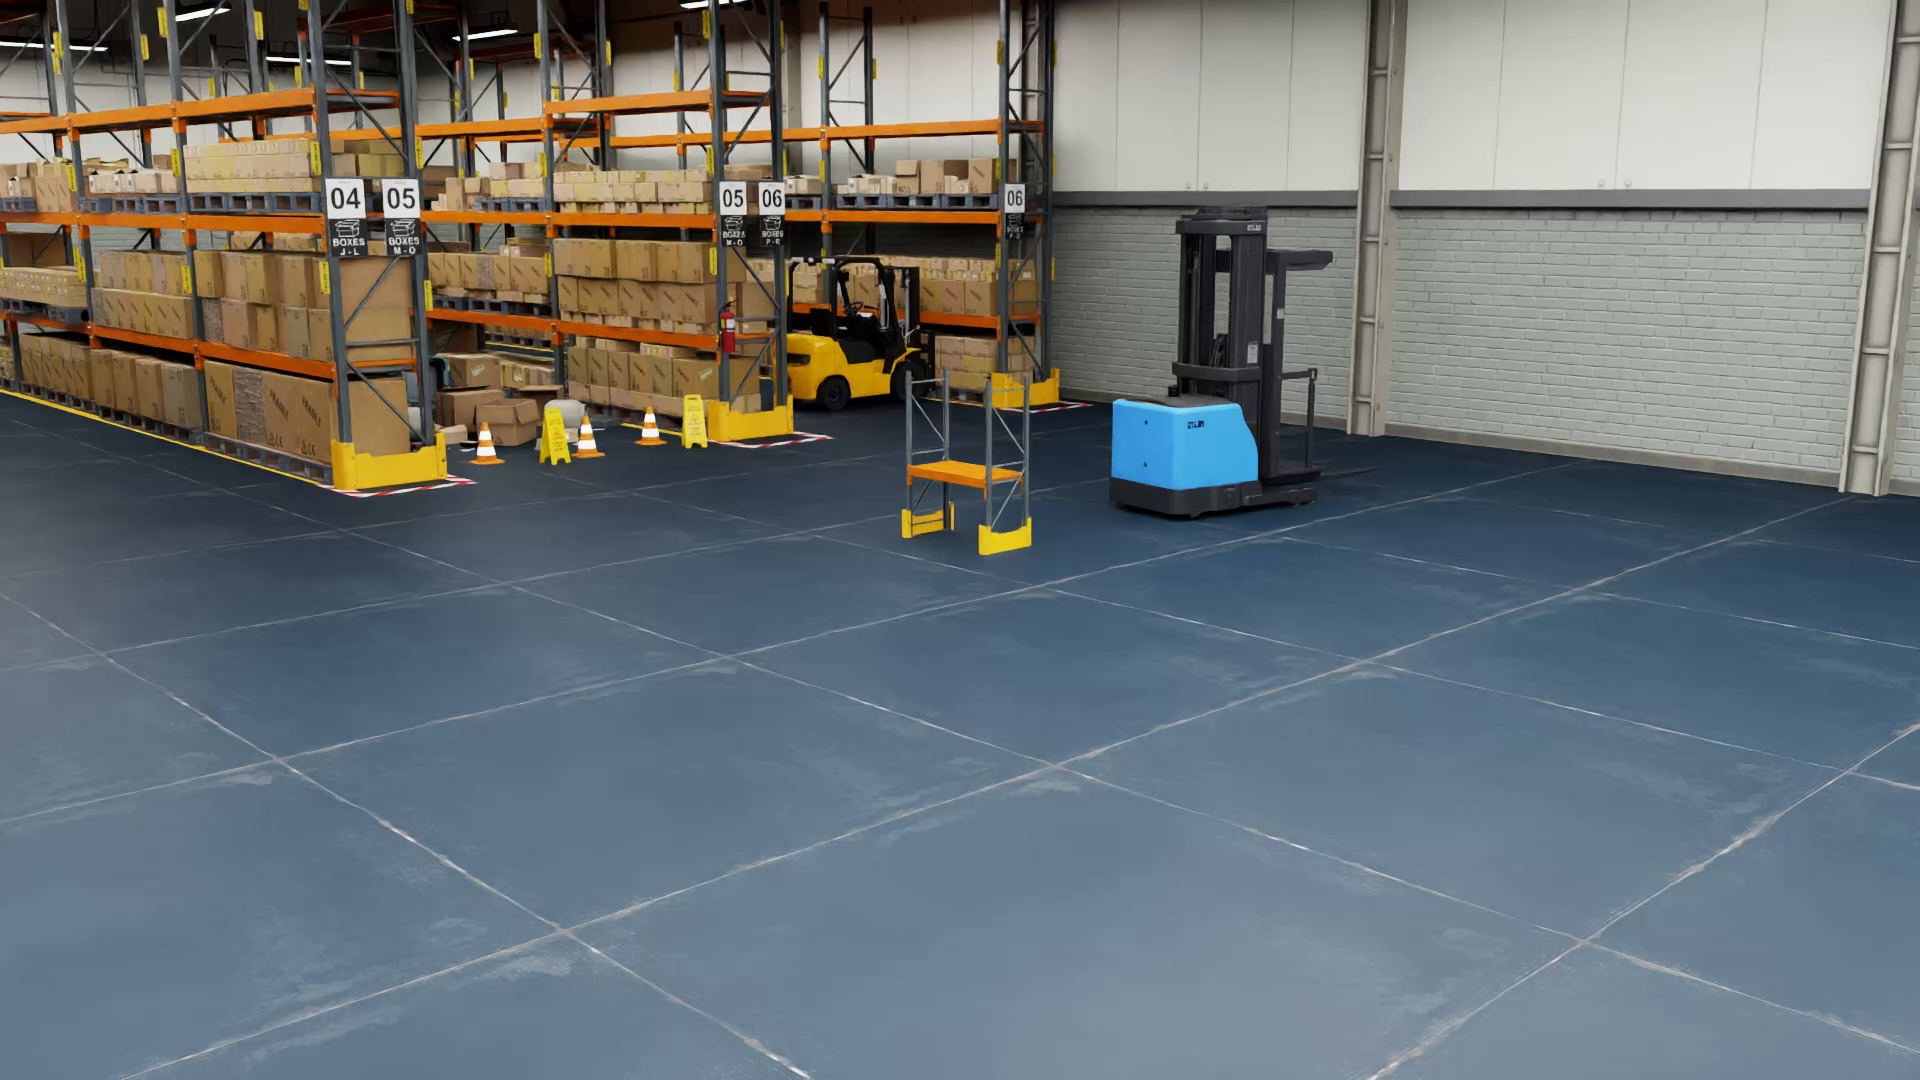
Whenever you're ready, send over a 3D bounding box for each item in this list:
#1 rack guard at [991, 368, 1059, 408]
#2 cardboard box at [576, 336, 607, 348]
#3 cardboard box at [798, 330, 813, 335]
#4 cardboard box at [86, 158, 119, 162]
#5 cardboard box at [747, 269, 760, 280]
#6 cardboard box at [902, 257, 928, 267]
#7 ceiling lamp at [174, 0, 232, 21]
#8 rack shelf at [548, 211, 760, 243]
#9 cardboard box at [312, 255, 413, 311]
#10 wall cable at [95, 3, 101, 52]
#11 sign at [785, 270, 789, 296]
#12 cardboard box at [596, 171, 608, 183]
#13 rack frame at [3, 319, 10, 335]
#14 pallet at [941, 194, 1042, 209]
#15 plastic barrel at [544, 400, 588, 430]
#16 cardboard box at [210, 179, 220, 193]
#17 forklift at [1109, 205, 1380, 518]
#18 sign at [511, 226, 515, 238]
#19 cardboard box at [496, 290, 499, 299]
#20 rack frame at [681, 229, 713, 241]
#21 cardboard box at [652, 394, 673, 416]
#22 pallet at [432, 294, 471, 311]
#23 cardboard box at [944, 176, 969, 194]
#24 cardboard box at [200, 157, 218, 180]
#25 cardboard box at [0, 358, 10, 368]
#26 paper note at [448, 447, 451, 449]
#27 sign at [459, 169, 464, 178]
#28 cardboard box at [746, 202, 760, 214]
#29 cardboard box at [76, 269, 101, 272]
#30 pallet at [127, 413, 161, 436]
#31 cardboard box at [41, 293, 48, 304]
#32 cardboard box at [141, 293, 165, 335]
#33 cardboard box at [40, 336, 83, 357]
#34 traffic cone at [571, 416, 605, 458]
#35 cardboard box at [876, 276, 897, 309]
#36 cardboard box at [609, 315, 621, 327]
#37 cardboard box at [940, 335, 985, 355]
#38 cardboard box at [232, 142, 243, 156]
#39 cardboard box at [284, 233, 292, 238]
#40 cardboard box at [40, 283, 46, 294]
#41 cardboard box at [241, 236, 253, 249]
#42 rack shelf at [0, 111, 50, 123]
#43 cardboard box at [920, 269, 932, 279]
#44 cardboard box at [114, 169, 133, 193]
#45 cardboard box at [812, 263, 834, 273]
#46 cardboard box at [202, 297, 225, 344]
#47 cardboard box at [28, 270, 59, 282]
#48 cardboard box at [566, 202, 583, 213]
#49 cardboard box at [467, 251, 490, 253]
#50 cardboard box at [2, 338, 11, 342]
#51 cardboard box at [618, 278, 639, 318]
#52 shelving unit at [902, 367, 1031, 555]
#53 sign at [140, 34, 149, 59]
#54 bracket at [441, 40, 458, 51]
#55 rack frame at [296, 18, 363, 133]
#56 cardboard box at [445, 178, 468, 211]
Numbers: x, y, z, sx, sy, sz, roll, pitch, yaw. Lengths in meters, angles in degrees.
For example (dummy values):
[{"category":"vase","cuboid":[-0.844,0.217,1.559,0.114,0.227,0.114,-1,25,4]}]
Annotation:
[{"category":"rack guard","cuboid":[0.971,-2.262,24.653,1.175,0.500,0.348,-11,16,-43]},{"category":"cardboard box","cuboid":[-5.140,-2.775,23.256,0.380,0.149,0.250,-11,16,-42]},{"category":"cardboard box","cuboid":[-2.176,-3.191,27.811,0.875,0.625,0.625,-10,15,-40]},{"category":"cardboard box","cuboid":[-12.308,-5.358,23.908,0.396,0.266,0.258,-11,16,-43]},{"category":"cardboard box","cuboid":[-3.376,-4.507,28.487,0.500,0.250,0.500,-11,16,-42]},{"category":"cardboard box","cuboid":[-0.670,-4.287,25.696,0.380,0.149,0.250,-11,16,-42]},{"category":"ceiling lamp","cuboid":[-11.923,-9.920,26.296,0.800,3.185,2.000,-11,16,-43]},{"category":"rack shelf","cuboid":[-4.014,-4.207,22.245,1.077,0.370,4.000,-11,16,-43]},{"category":"cardboard box","cuboid":[-6.371,-2.755,17.803,0.875,0.550,0.550,-11,16,-43]},{"category":"wall cable","cuboid":[-18.932,-11.584,33.971,2.355,3.000,0.029,-11,16,-43]},{"category":"sign","cuboid":[-2.240,-3.297,21.338,0.100,0.325,0.005,-11,16,-43]},{"category":"cardboard box","cuboid":[-4.667,-4.882,22.386,0.250,0.149,0.380,11,16,43]},{"category":"rack frame","cuboid":[-17.192,-4.428,28.972,1.000,3.000,0.127,-11,16,-43]},{"category":"pallet","cuboid":[0.485,-5.023,24.643,1.003,0.211,1.213,-11,16,-43]},{"category":"plastic barrel","cuboid":[-5.154,-1.627,21.757,0.512,0.421,0.421,-1,12,-4]},{"category":"cardboard box","cuboid":[-8.375,-4.067,19.117,0.380,0.149,0.250,-11,16,-43]},{"category":"forklift","cuboid":[2.982,-1.854,16.644,3.031,2.935,1.130,-8,14,-34]},{"category":"sign","cuboid":[-9.679,-6.621,35.964,0.100,0.325,0.005,-11,16,-43]},{"category":"cardboard box","cuboid":[-6.752,-3.705,25.041,0.250,0.149,0.380,11,16,43]},{"category":"rack frame","cuboid":[-4.570,-4.658,30.085,1.000,3.000,0.127,-11,16,-43]},{"category":"cardboard box","cuboid":[-3.737,-1.814,22.056,0.500,0.250,0.500,-11,16,-42]},{"category":"pallet","cuboid":[-7.588,-3.782,26.312,1.213,0.211,1.003,-11,16,-43]},{"category":"cardboard box","cuboid":[-0.012,-5.264,24.638,0.396,0.266,0.258,-11,16,-42]},{"category":"cardboard box","cuboid":[-8.421,-4.289,19.210,0.500,0.250,0.500,-11,16,-43]},{"category":"cardboard box","cuboid":[-15.073,-2.839,26.545,0.250,0.149,0.380,11,16,42]},{"category":"paper note","cuboid":[-6.243,-1.124,20.340,0.032,0.001,0.123,-3,12,-13]},{"category":"sign","cuboid":[-10.487,-7.647,34.994,0.100,0.325,0.005,-11,16,-43]},{"category":"cardboard box","cuboid":[-2.627,-4.238,21.235,0.380,0.149,0.250,-11,16,-42]},{"category":"cardboard box","cuboid":[-12.925,-3.958,24.796,0.380,0.149,0.250,-11,16,-43]},{"category":"pallet","cuboid":[-10.339,-1.592,22.113,1.003,0.211,1.213,-11,16,-43]},{"category":"cardboard box","cuboid":[-13.045,-3.501,24.054,0.250,0.149,0.380,11,16,43]},{"category":"cardboard box","cuboid":[-10.157,-2.912,21.366,0.500,0.500,0.500,-11,16,-42]},{"category":"cardboard box","cuboid":[-13.392,-2.896,24.831,0.500,0.250,0.500,-10,15,-40]},{"category":"traffic cone","cuboid":[-4.431,-1.234,19.754,0.336,0.463,0.334,-11,16,-43]},{"category":"cardboard box","cuboid":[-0.968,-3.874,26.035,0.500,0.500,0.500,-11,16,-43]},{"category":"cardboard box","cuboid":[-4.533,-2.980,22.564,0.380,0.149,0.250,-11,16,-42]},{"category":"cardboard box","cuboid":[0.054,-2.936,25.025,0.500,0.250,0.500,-11,16,-42]},{"category":"cardboard box","cuboid":[-7.849,-4.346,18.496,0.380,0.149,0.250,-11,16,-43]},{"category":"cardboard box","cuboid":[-12.018,-5.563,30.149,0.380,0.149,0.250,-11,16,-43]},{"category":"cardboard box","cuboid":[-13.050,-3.648,24.028,0.380,0.149,0.250,-11,16,-43]},{"category":"cardboard box","cuboid":[-13.195,-5.487,31.387,0.500,0.500,0.500,11,16,44]},{"category":"rack shelf","cuboid":[-15.811,-6.721,27.023,1.077,0.370,4.000,-11,16,-43]},{"category":"cardboard box","cuboid":[-0.391,-4.052,25.291,0.380,0.149,0.250,-11,16,-42]},{"category":"cardboard box","cuboid":[-10.626,-4.657,21.579,0.500,0.311,0.500,-11,16,-44]},{"category":"cardboard box","cuboid":[-2.204,-4.459,27.268,0.380,0.149,0.250,-10,15,-41]},{"category":"cardboard box","cuboid":[-8.642,-2.698,20.203,0.875,0.550,0.550,-11,16,-43]},{"category":"cardboard box","cuboid":[-13.408,-3.870,24.368,0.380,0.149,0.250,-10,15,-41]},{"category":"cardboard box","cuboid":[-5.218,-4.602,23.002,0.380,0.149,0.250,-11,16,-42]},{"category":"cardboard box","cuboid":[-7.642,-4.338,26.509,0.500,0.500,0.500,11,16,43]},{"category":"cardboard box","cuboid":[-16.108,-3.376,28.413,0.250,0.149,0.380,11,16,43]},{"category":"cardboard box","cuboid":[-4.228,-3.257,22.302,0.500,0.500,0.500,-11,16,-42]},{"category":"shelving unit","cuboid":[0.053,-0.723,14.706,0.587,1.500,1.083,-11,16,-43]},{"category":"sign","cuboid":[-11.269,-6.812,22.968,0.100,0.325,0.005,-11,16,-43]},{"category":"bracket","cuboid":[-11.275,-10.936,36.769,0.235,0.232,0.430,-11,16,-43]},{"category":"rack frame","cuboid":[-10.920,-7.487,28.953,1.000,3.000,0.127,-11,16,-43]},{"category":"cardboard box","cuboid":[-7.510,-5.344,25.734,0.700,0.500,0.500,-11,16,-43]}]
